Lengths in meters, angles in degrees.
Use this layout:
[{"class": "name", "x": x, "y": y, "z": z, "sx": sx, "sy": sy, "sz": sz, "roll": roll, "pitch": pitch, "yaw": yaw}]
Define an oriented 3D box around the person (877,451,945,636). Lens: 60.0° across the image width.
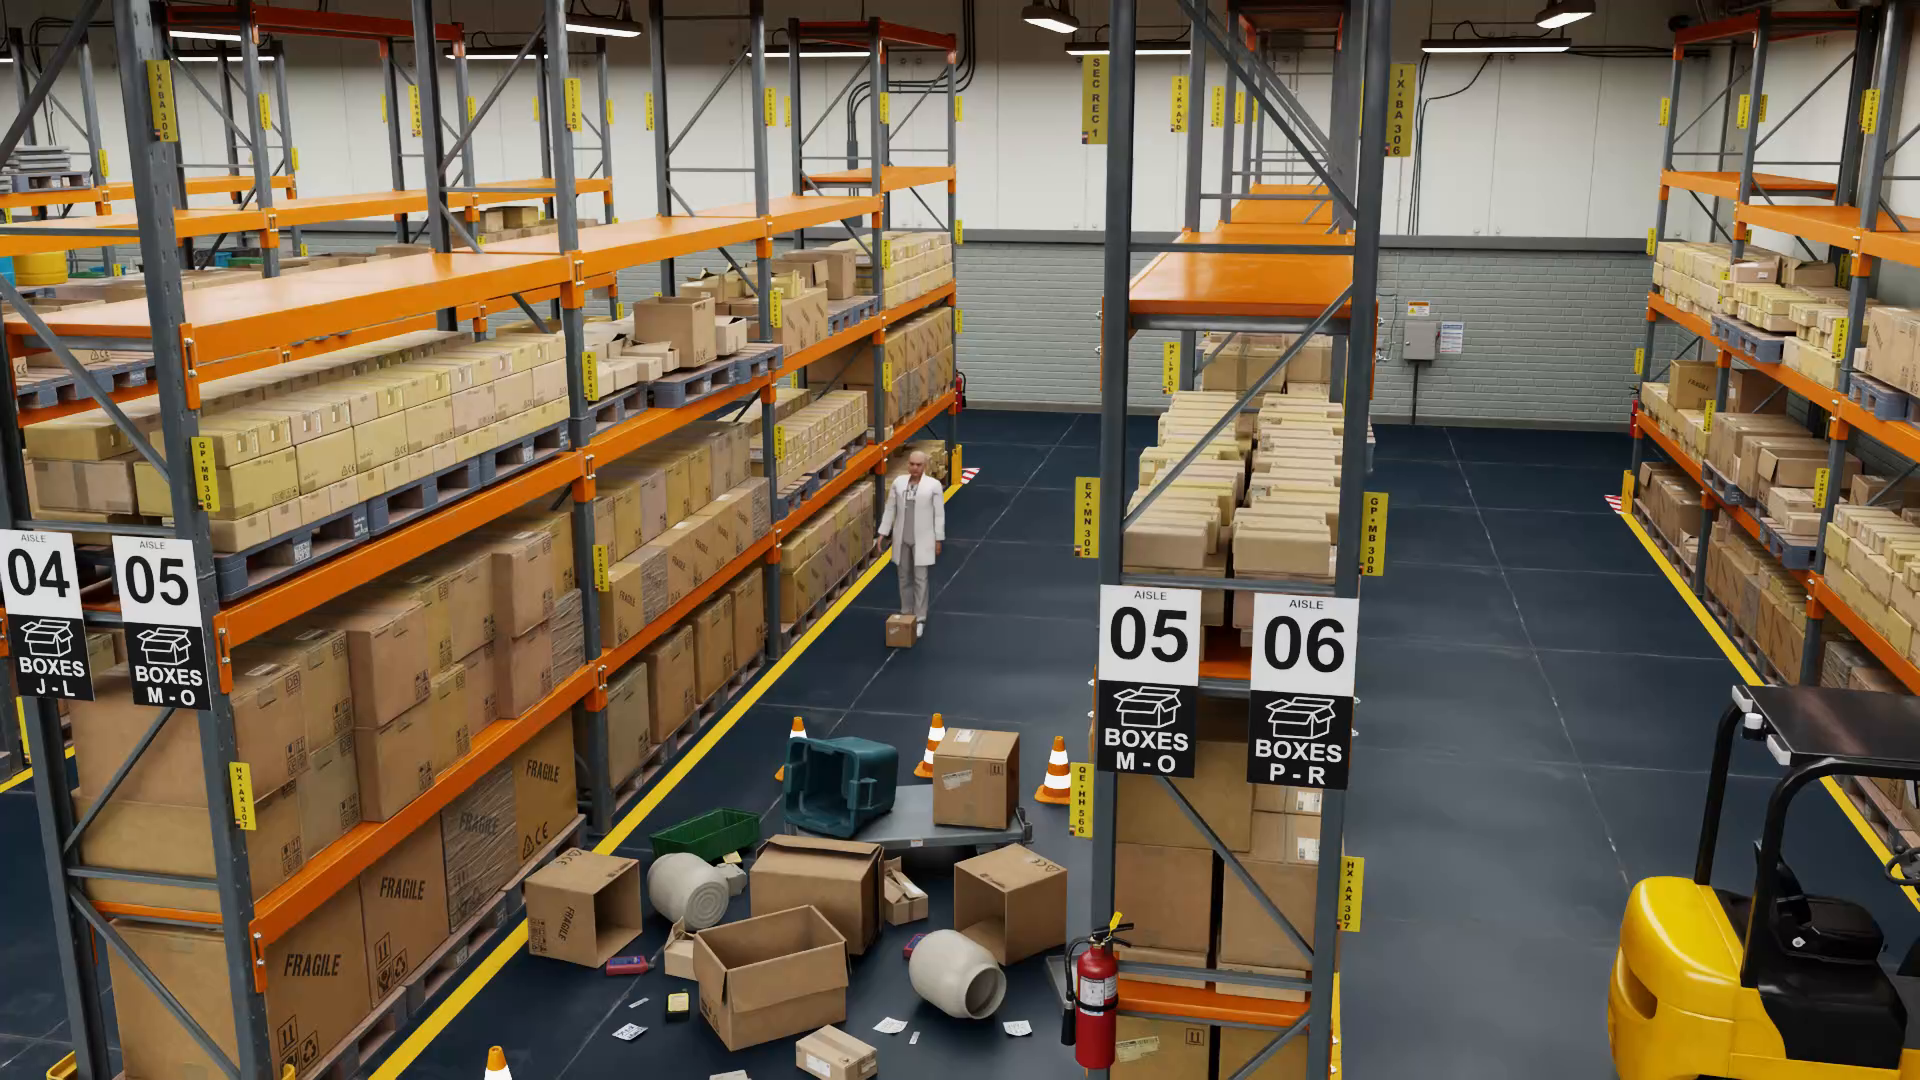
[{"class": "person", "x": -0.502, "y": 0.017, "z": 16.408, "sx": 0.657, "sy": 1.798, "sz": 0.528, "roll": 5, "pitch": 15, "yaw": 19}]
